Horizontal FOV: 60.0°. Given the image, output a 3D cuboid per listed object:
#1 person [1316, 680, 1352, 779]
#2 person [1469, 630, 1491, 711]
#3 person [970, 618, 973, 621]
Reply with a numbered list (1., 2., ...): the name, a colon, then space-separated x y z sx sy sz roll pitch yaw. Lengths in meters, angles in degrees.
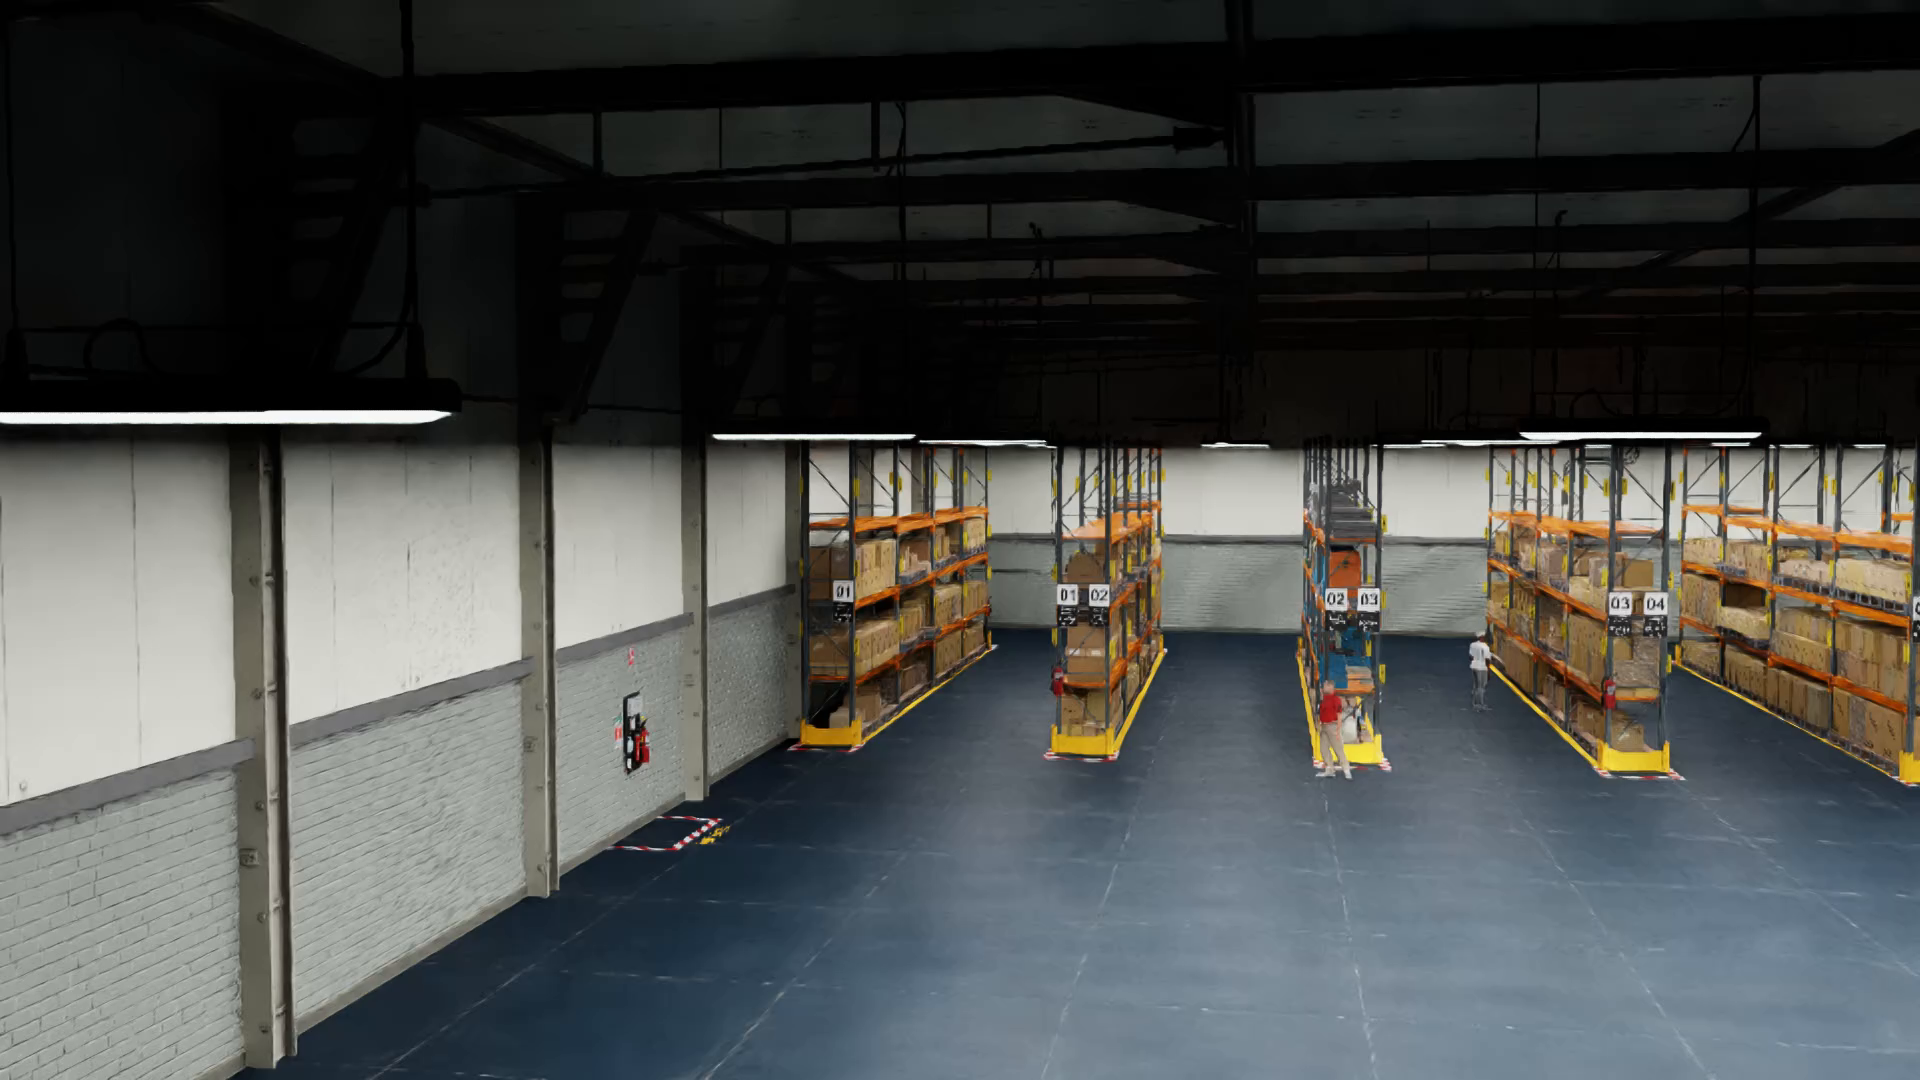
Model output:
1. person: 6.540 3.302 29.028 0.552 1.712 0.652 -1 3 -15
2. person: 11.472 2.846 36.534 0.452 1.768 0.632 -1 3 -20
3. person: 0.176 2.154 49.303 0.541 1.778 0.723 3 4 44
